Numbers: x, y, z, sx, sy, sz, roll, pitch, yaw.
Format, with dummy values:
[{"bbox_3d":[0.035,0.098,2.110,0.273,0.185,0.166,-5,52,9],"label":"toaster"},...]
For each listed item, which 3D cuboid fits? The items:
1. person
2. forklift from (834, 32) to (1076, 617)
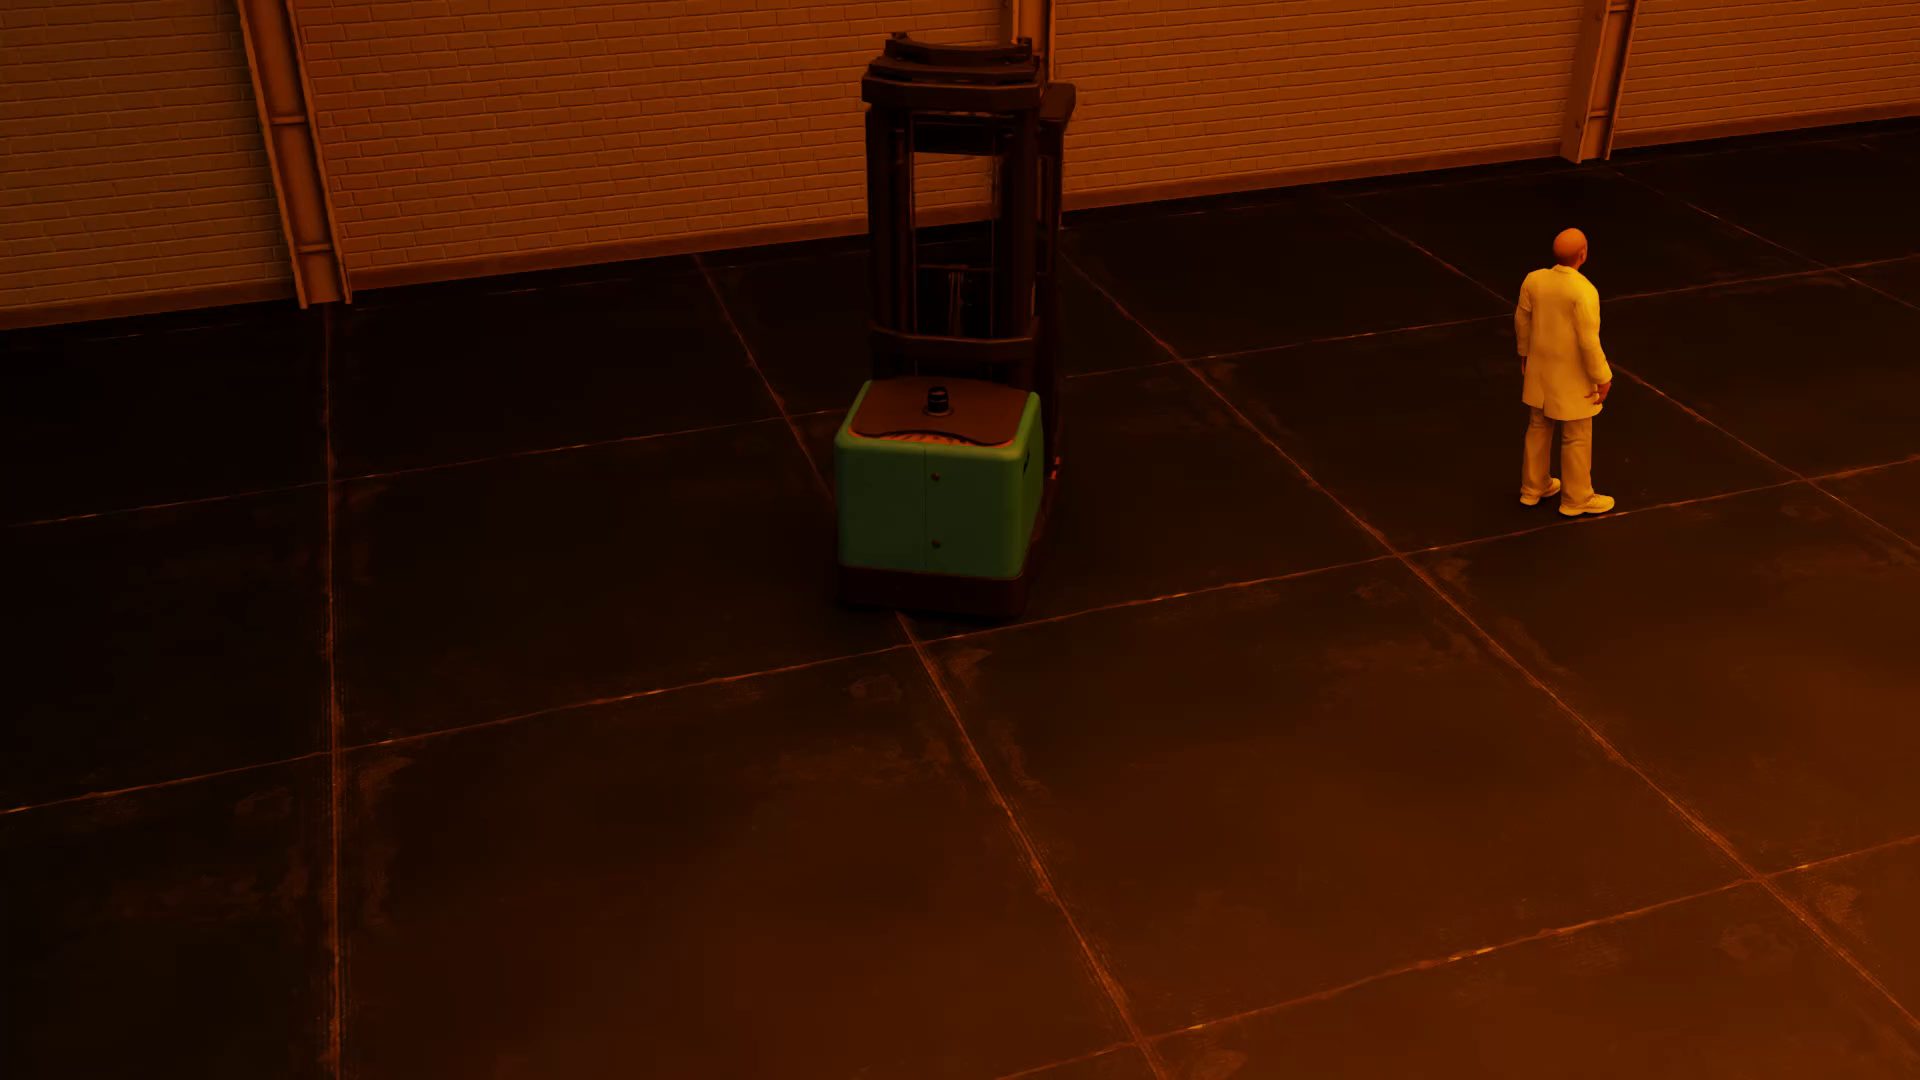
[{"bbox_3d":[3.679,-1.032,10.023,0.581,1.776,0.694,-15,33,-25],"label":"person"},{"bbox_3d":[0.065,-1.563,9.804,1.130,2.935,3.031,5,30,8],"label":"forklift"}]
